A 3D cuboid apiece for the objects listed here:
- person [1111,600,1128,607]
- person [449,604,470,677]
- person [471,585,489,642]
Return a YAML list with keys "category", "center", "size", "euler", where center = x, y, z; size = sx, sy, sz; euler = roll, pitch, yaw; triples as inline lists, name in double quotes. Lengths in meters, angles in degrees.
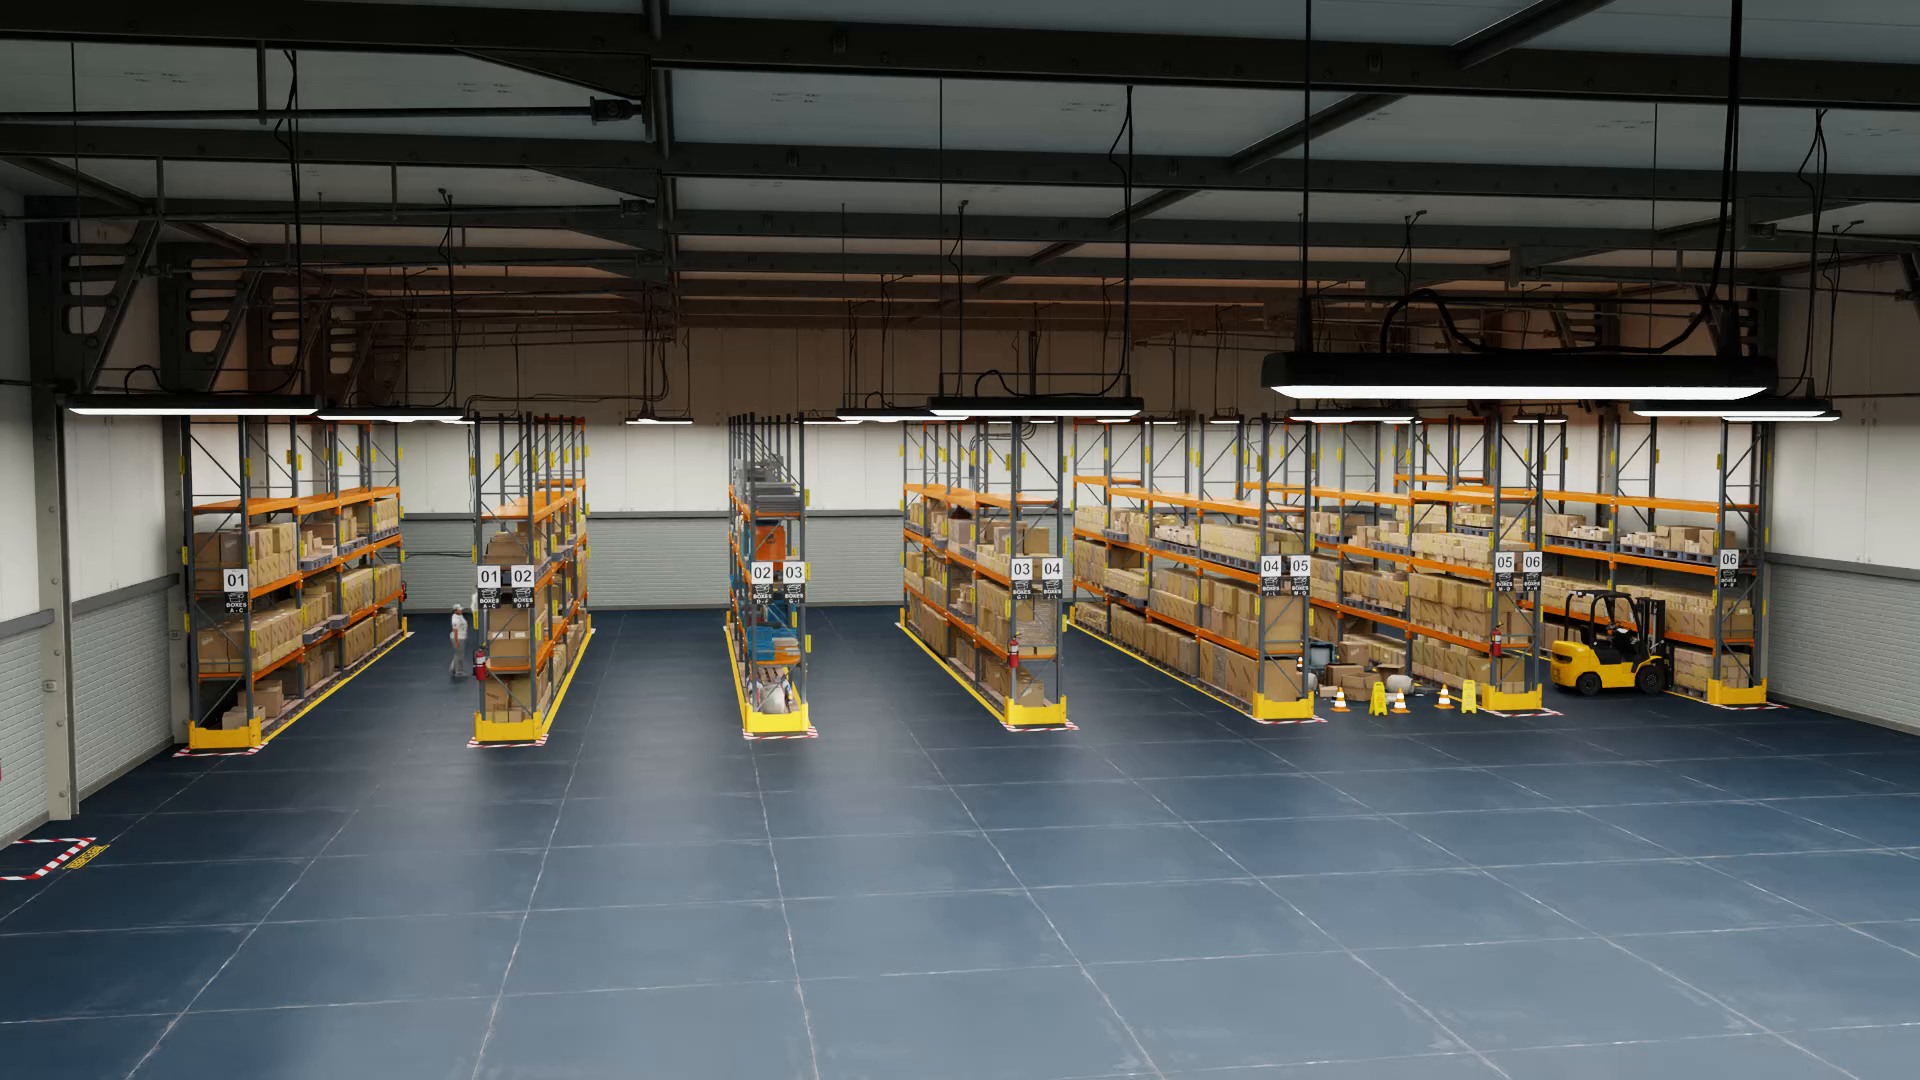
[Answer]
- category: "person"
  center: [4.722, 1.536, 50.039]
  size: [0.832, 1.547, 0.604]
  euler: [-2, 4, -25]
- category: "person"
  center: [-11.447, 2.299, 38.100]
  size: [0.445, 1.680, 0.519]
  euler: [-2, 4, -26]
- category: "person"
  center: [-12.576, 1.933, 43.581]
  size: [0.440, 1.643, 0.948]
  euler: [0, 4, -7]
